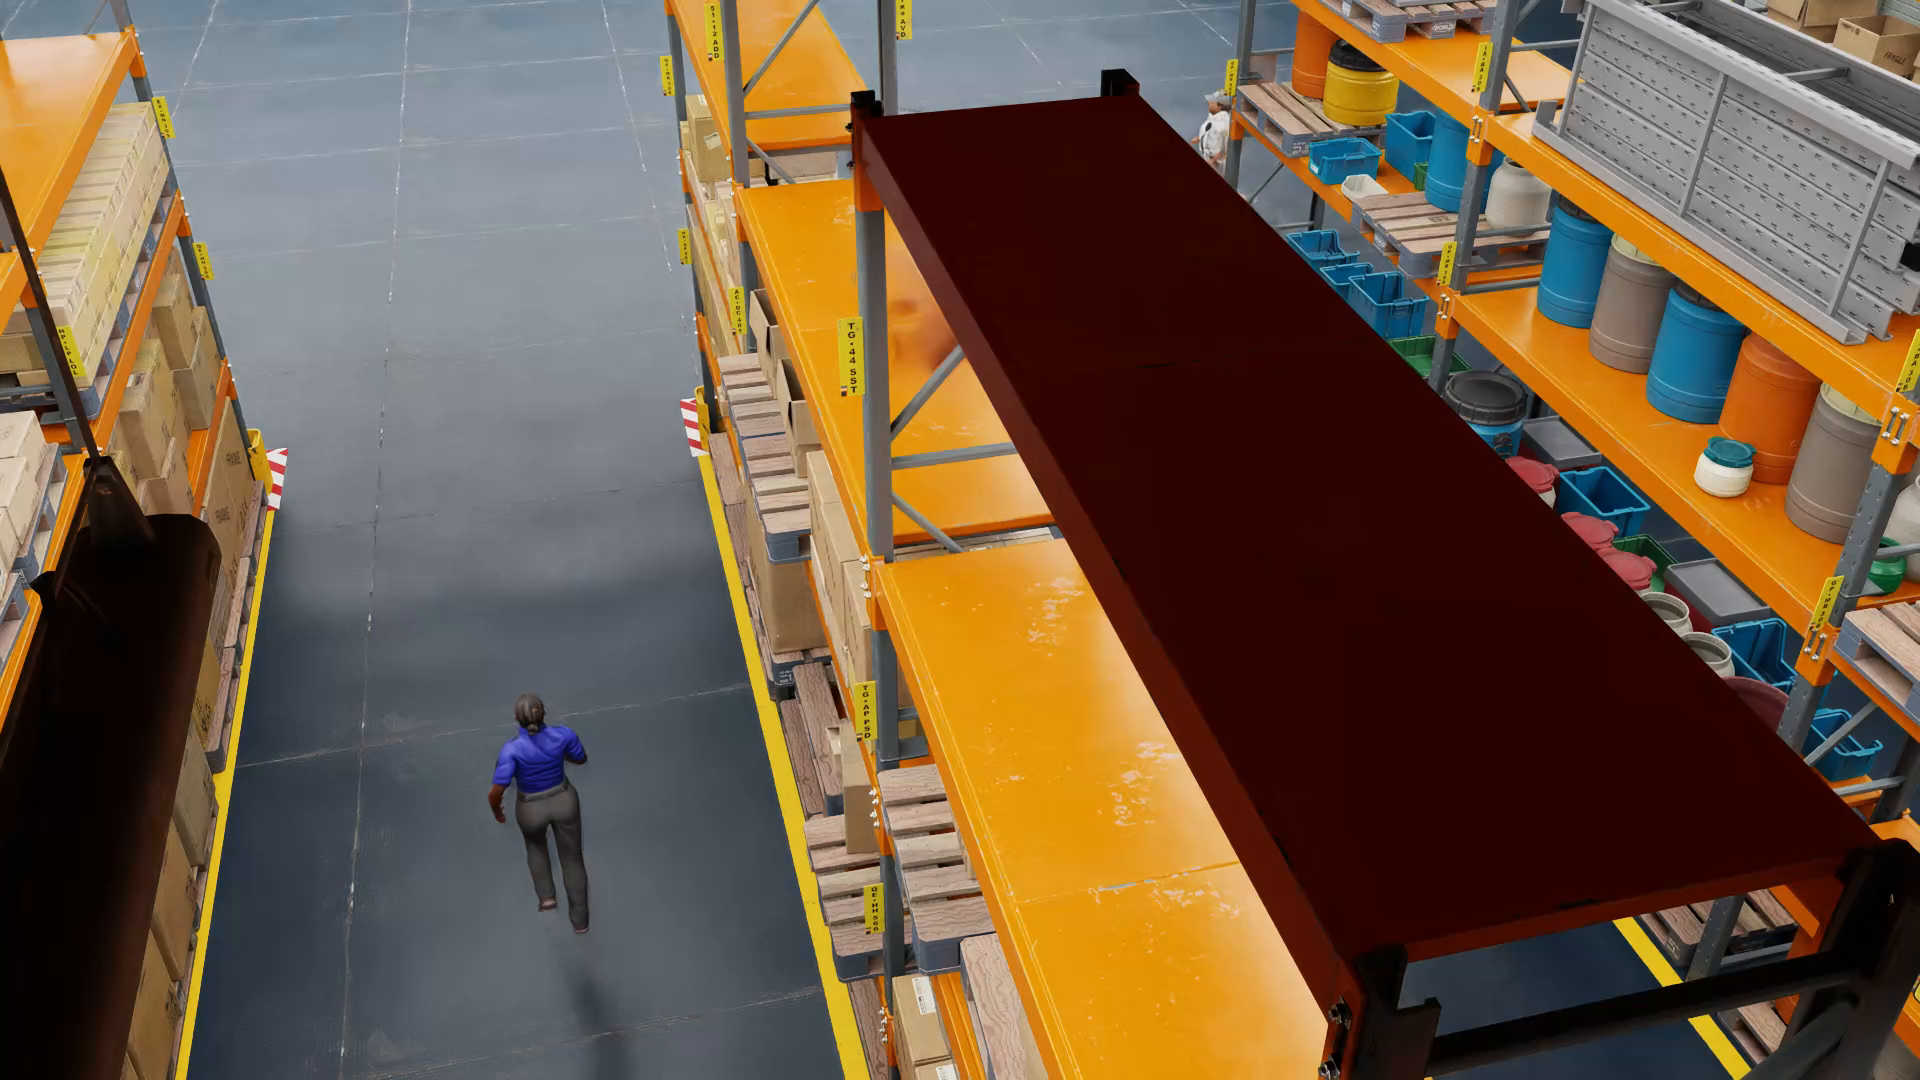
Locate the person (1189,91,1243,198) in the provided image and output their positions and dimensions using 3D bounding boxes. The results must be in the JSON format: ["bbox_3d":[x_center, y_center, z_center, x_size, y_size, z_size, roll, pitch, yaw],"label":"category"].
[{"bbox_3d":[2.943,-4.318,18.956,0.674,1.630,0.613,2,34,3],"label":"person"}]

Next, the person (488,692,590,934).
[{"bbox_3d":[-2.459,1.652,9.862,0.598,1.674,0.702,-13,36,-18],"label":"person"}]
